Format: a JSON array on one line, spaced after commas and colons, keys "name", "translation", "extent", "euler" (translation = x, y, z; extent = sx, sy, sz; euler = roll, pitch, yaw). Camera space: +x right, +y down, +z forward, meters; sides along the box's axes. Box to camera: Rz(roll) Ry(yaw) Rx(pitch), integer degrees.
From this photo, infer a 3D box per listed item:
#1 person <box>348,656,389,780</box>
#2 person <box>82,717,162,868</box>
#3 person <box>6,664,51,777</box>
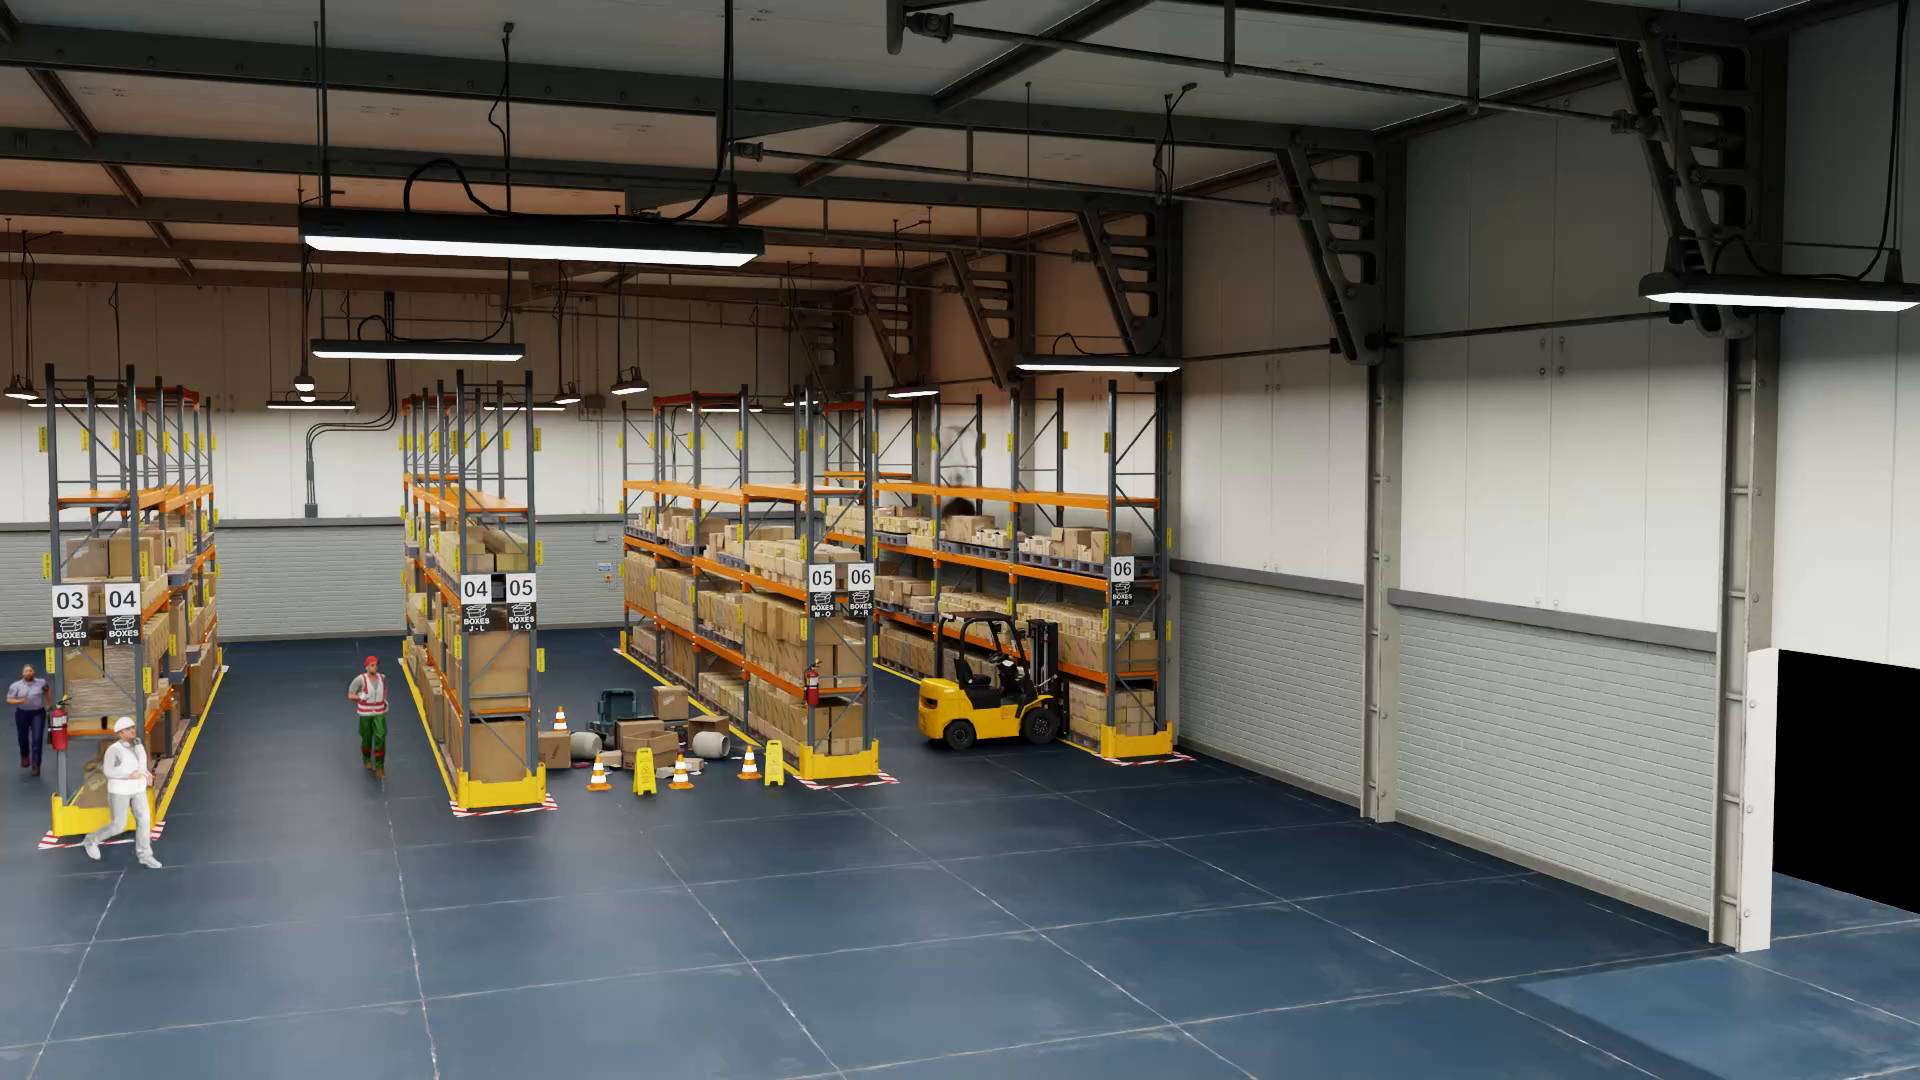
[{"name": "person", "translation": [-8.863, 2.652, 24.953], "extent": [0.620, 1.841, 0.832], "euler": [-2, 4, -33]}, {"name": "person", "translation": [-9.870, 2.971, 19.641], "extent": [0.954, 1.781, 0.669], "euler": [1, 4, 19]}, {"name": "person", "translation": [-14.063, 2.693, 25.137], "extent": [0.598, 1.639, 0.933], "euler": [-2, 4, -30]}]
